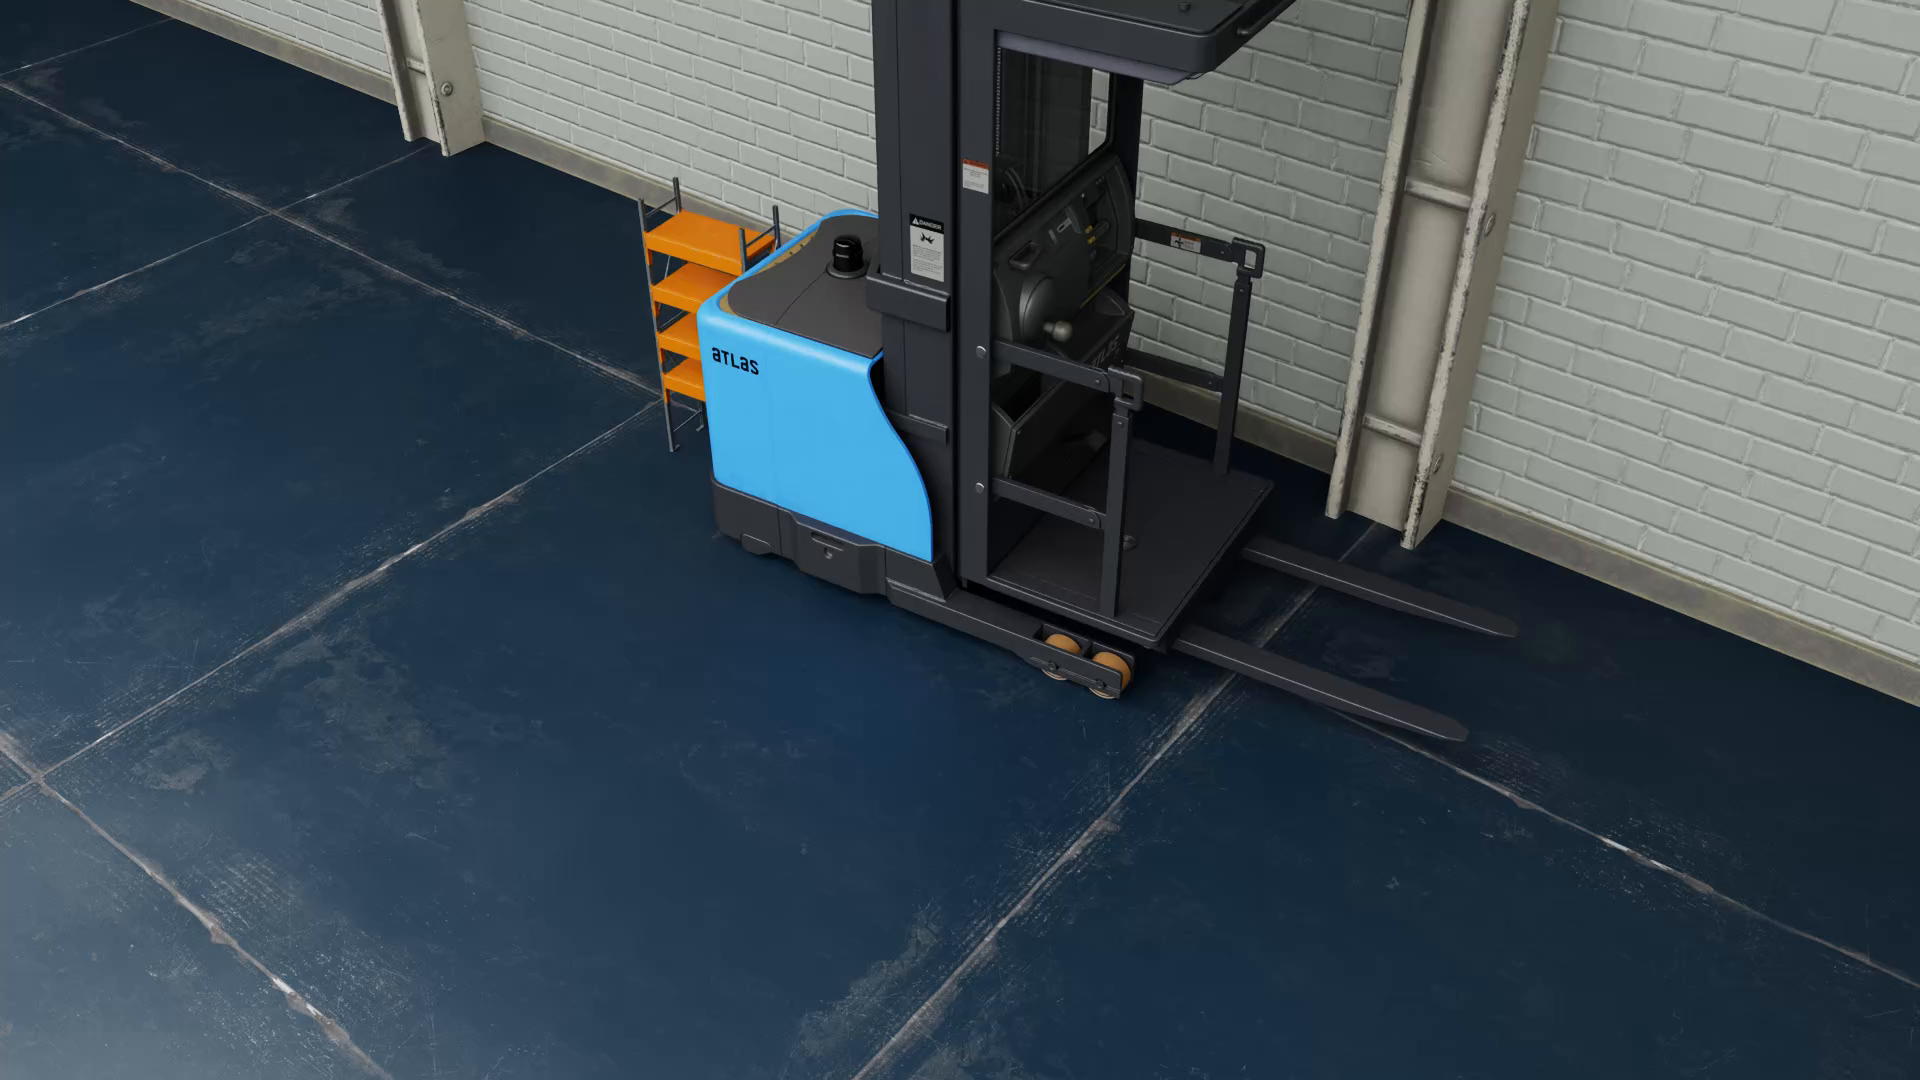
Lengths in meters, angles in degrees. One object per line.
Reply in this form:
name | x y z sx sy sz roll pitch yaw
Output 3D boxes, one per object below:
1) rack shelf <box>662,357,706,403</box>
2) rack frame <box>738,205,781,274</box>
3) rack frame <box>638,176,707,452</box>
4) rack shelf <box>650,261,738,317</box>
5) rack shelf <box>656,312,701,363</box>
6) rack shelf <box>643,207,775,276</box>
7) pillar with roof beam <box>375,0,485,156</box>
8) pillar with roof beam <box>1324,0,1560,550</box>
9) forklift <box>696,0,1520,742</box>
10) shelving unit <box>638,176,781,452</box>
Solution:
rack shelf | -0.984 -0.634 7.018 0.480 0.148 0.258 20 42 23
rack frame | -0.774 -0.768 6.757 0.015 1.200 0.240 20 42 23
rack frame | -1.195 -0.920 6.951 0.015 1.200 0.240 20 42 23
rack shelf | -0.984 -0.967 6.758 0.480 0.148 0.258 20 42 23
rack shelf | -0.984 -0.791 6.896 0.480 0.148 0.258 20 42 23
rack shelf | -0.984 -1.153 6.612 0.480 0.148 0.258 20 42 23
pillar with roof beam | -5.624 -3.789 4.290 0.400 9.000 9.100 25 45 29
pillar with roof beam | -0.858 -1.542 1.420 0.400 9.000 9.100 25 45 29
forklift | 0.543 -0.957 5.595 3.031 2.935 1.130 20 42 23
shelving unit | -0.984 -0.844 6.854 0.503 1.200 0.258 20 42 23
